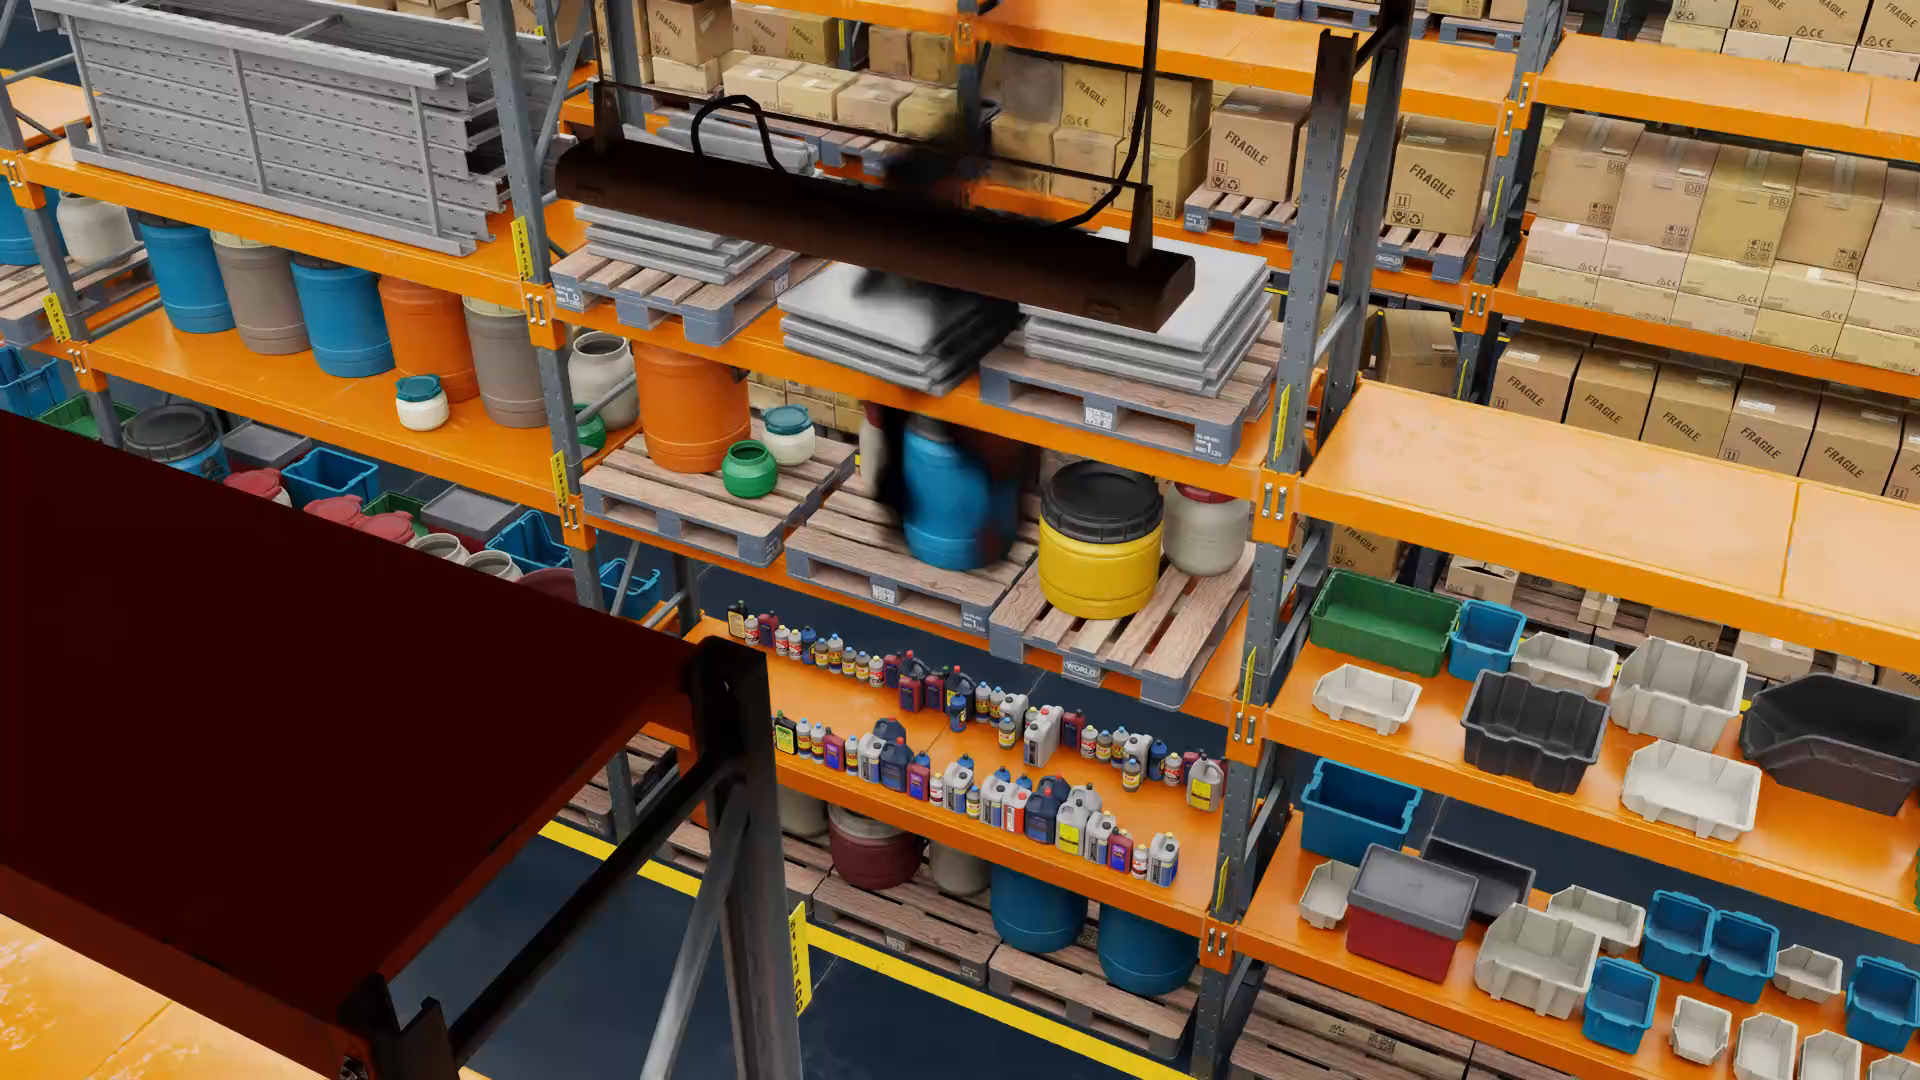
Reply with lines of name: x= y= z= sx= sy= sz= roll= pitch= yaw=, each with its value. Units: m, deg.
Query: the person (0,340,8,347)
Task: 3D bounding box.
person: x=-8.547 y=-1.655 z=14.731 sx=0.610 sy=1.769 sz=0.663 roll=6 pitch=36 yaw=9
